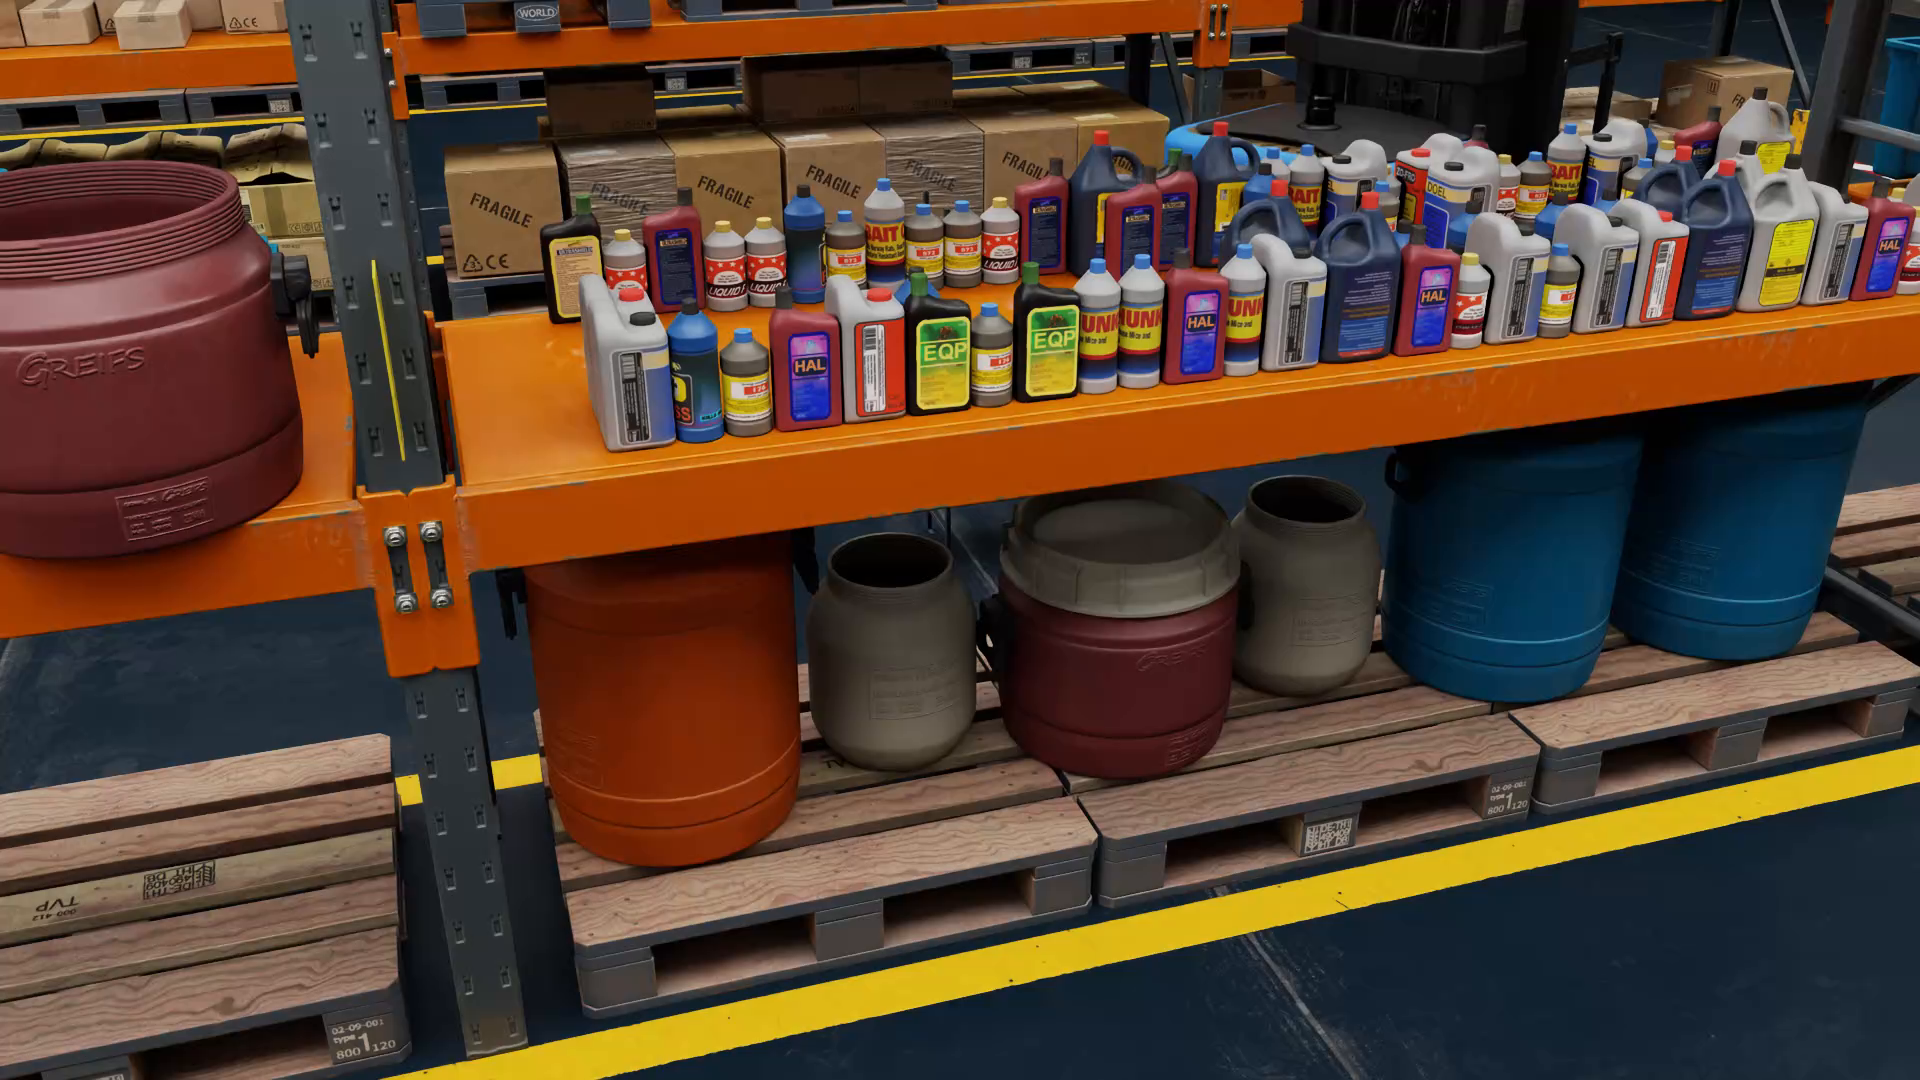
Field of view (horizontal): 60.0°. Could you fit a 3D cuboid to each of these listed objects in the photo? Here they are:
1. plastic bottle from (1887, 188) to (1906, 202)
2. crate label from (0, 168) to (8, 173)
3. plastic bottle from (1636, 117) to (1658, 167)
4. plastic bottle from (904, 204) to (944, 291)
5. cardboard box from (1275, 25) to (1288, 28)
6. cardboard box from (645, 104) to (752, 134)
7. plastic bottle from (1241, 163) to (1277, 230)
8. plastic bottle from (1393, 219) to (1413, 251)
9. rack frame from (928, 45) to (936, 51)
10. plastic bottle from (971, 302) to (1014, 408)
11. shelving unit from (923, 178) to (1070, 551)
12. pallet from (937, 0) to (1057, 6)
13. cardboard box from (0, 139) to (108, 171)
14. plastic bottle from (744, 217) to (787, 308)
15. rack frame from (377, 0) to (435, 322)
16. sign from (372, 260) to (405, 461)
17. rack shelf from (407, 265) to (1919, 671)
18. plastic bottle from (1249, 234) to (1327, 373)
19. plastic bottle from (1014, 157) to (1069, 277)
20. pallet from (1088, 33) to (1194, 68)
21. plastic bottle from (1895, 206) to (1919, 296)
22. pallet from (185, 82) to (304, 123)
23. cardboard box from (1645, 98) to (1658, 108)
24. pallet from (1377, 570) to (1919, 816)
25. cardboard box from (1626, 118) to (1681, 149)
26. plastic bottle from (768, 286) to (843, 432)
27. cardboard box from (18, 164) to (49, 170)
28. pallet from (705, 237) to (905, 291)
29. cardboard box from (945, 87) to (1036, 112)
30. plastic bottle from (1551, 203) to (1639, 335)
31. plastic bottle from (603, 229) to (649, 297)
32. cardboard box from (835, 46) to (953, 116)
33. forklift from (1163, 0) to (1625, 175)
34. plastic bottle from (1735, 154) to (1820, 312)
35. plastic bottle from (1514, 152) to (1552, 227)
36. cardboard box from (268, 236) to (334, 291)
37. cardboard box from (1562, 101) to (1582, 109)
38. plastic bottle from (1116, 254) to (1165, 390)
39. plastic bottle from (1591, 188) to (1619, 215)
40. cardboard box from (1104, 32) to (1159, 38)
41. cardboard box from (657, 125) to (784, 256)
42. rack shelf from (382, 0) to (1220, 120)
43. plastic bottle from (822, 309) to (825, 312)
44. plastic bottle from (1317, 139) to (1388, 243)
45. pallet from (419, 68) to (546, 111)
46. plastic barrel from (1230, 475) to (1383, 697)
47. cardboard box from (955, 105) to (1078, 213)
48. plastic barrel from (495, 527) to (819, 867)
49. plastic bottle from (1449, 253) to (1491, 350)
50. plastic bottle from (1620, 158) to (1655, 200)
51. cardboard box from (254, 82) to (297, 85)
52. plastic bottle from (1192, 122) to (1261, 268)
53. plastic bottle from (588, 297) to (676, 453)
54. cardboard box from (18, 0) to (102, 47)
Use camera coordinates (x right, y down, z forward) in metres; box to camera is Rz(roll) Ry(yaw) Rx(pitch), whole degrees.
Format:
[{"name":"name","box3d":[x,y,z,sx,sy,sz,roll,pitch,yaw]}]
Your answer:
[{"name":"plastic bottle","box3d":[2.334,-0.779,4.170,0.097,0.201,0.097,0,26,0]},{"name":"crate label","box3d":[-2.166,-0.452,3.247,0.616,0.435,0.502,-8,28,-16]},{"name":"plastic bottle","box3d":[1.861,-1.026,4.588,0.097,0.271,0.097,0,26,0]},{"name":"plastic bottle","box3d":[-0.088,-0.713,4.035,0.097,0.201,0.097,0,26,0]},{"name":"cardboard box","box3d":[2.766,-4.679,14.140,0.500,0.500,0.700,-8,28,-16]},{"name":"cardboard box","box3d":[-1.360,-1.930,8.580,0.500,0.500,0.500,-9,28,-18]},{"name":"plastic bottle","box3d":[0.747,-0.797,4.128,0.097,0.271,0.097,0,26,0]},{"name":"plastic bottle","box3d":[0.968,-0.570,3.670,0.097,0.271,0.097,0,26,0]},{"name":"rack frame","box3d":[-0.403,-5.198,12.847,0.127,3.000,1.000,-8,28,-16]},{"name":"plastic bottle","box3d":[0.059,-0.379,3.363,0.097,0.201,0.097,0,26,0]},{"name":"shelving unit","box3d":[0.157,-0.560,5.529,0.503,1.200,0.258,-8,28,-16]},{"name":"pallet","box3d":[0.341,-2.954,8.543,1.213,0.211,1.003,-8,28,-16]},{"name":"cardboard box","box3d":[-4.240,-1.668,7.726,0.500,0.311,0.500,-9,28,-17]},{"name":"plastic bottle","box3d":[-0.458,-0.659,3.927,0.097,0.201,0.097,0,26,0]},{"name":"rack frame","box3d":[-2.668,-2.553,7.520,0.127,3.000,1.000,-8,28,-16]},{"name":"sign","box3d":[-0.961,-0.300,2.797,0.005,0.325,0.100,-8,28,-16]},{"name":"rack shelf","box3d":[0.764,-0.412,4.015,4.000,0.370,1.077,-8,28,-16]},{"name":"plastic bottle","box3d":[0.692,-0.517,3.557,0.135,0.276,0.152,-8,28,-16]},{"name":"plastic bottle","box3d":[0.201,-0.800,4.119,0.133,0.283,0.061,-8,28,-16]},{"name":"pallet","box3d":[1.507,-4.190,13.953,1.213,0.211,1.003,-8,28,-16]},{"name":"plastic bottle","box3d":[2.289,-0.702,4.014,0.097,0.201,0.097,0,26,0]},{"name":"pallet","box3d":[-4.949,-3.291,12.142,1.213,0.211,1.003,-8,28,-16]},{"name":"cardboard box","box3d":[4.434,-2.663,10.451,0.250,0.149,0.380,-8,28,-16]},{"name":"pallet","box3d":[1.919,0.328,4.851,1.213,0.211,1.003,-8,28,-16]},{"name":"cardboard box","box3d":[4.085,-2.386,9.875,0.250,0.166,0.380,-8,28,-16]},{"name":"plastic bottle","box3d":[-0.300,-0.355,3.223,0.133,0.283,0.061,-8,28,-16]},{"name":"cardboard box","box3d":[-4.063,-1.442,7.271,0.500,0.311,0.500,-8,28,-16]},{"name":"pallet","box3d":[-0.789,-1.557,8.650,1.213,0.211,1.003,-8,28,-16]},{"name":"cardboard box","box3d":[0.096,-2.140,9.003,0.500,0.500,0.500,-8,27,-15]},{"name":"plastic bottle","box3d":[1.436,-0.624,3.774,0.135,0.276,0.152,-8,28,-16]},{"name":"plastic bottle","box3d":[-0.770,-0.614,3.836,0.097,0.201,0.097,0,26,0]},{"name":"cardboard box","box3d":[-0.351,-2.416,8.717,0.500,0.250,0.500,-8,28,-16]},{"name":"forklift","box3d":[2.213,-2.292,7.070,3.031,2.935,1.130,-23,35,-39]},{"name":"plastic bottle","box3d":[1.893,-0.722,3.887,0.185,0.351,0.144,-8,28,-16]},{"name":"plastic bottle","box3d":[1.548,-0.949,4.513,0.097,0.201,0.097,0,26,0]},{"name":"cardboard box","box3d":[-3.093,-1.334,7.684,0.500,0.250,0.500,-8,27,-15]},{"name":"cardboard box","box3d":[3.383,-2.528,10.066,0.500,0.250,0.500,-8,28,-16]},{"name":"plastic bottle","box3d":[0.371,-0.455,3.439,0.097,0.271,0.097,0,26,0]},{"name":"plastic bottle","box3d":[1.508,-0.691,3.913,0.097,0.271,0.097,0,26,0]},{"name":"cardboard box","box3d":[1.308,-4.464,13.707,0.500,0.500,0.700,-8,27,-15]},{"name":"cardboard box","box3d":[-1.173,-1.714,8.145,0.500,0.500,0.500,-9,28,-17]},{"name":"rack shelf","box3d":[-0.767,-2.506,8.234,4.000,0.370,1.077,-8,28,-16]},{"name":"plastic bottle","box3d":[-0.243,-0.406,3.418,0.097,0.201,0.097,0,26,0]},{"name":"plastic bottle","box3d":[1.006,-0.892,4.312,0.135,0.276,0.152,-8,28,-16]},{"name":"pallet","box3d":[-3.433,-3.475,12.512,1.213,0.211,1.003,-8,28,-16]},{"name":"plastic barrel","box3d":[0.905,0.122,4.456,0.421,0.512,0.421,0,26,0]},{"name":"cardboard box","box3d":[0.282,-1.928,8.576,0.500,0.500,0.500,-8,28,-16]},{"name":"plastic barrel","box3d":[-0.678,0.251,3.840,0.708,0.830,0.600,-8,28,-16]},{"name":"plastic bottle","box3d":[1.114,-0.532,3.671,0.097,0.201,0.097,0,26,0]},{"name":"plastic bottle","box3d":[1.816,-0.917,4.447,0.097,0.201,0.097,0,26,0]},{"name":"cardboard box","box3d":[-4.874,-3.603,11.951,0.500,0.500,0.700,-8,27,-15]},{"name":"plastic bottle","box3d":[0.668,-0.878,4.201,0.185,0.351,0.144,-8,28,-16]},{"name":"plastic bottle","box3d":[-0.626,-0.326,3.172,0.135,0.276,0.152,-8,28,-16]},{"name":"cardboard box","box3d":[-3.863,-2.241,7.174,0.250,0.149,0.380,-6,27,-12]}]
